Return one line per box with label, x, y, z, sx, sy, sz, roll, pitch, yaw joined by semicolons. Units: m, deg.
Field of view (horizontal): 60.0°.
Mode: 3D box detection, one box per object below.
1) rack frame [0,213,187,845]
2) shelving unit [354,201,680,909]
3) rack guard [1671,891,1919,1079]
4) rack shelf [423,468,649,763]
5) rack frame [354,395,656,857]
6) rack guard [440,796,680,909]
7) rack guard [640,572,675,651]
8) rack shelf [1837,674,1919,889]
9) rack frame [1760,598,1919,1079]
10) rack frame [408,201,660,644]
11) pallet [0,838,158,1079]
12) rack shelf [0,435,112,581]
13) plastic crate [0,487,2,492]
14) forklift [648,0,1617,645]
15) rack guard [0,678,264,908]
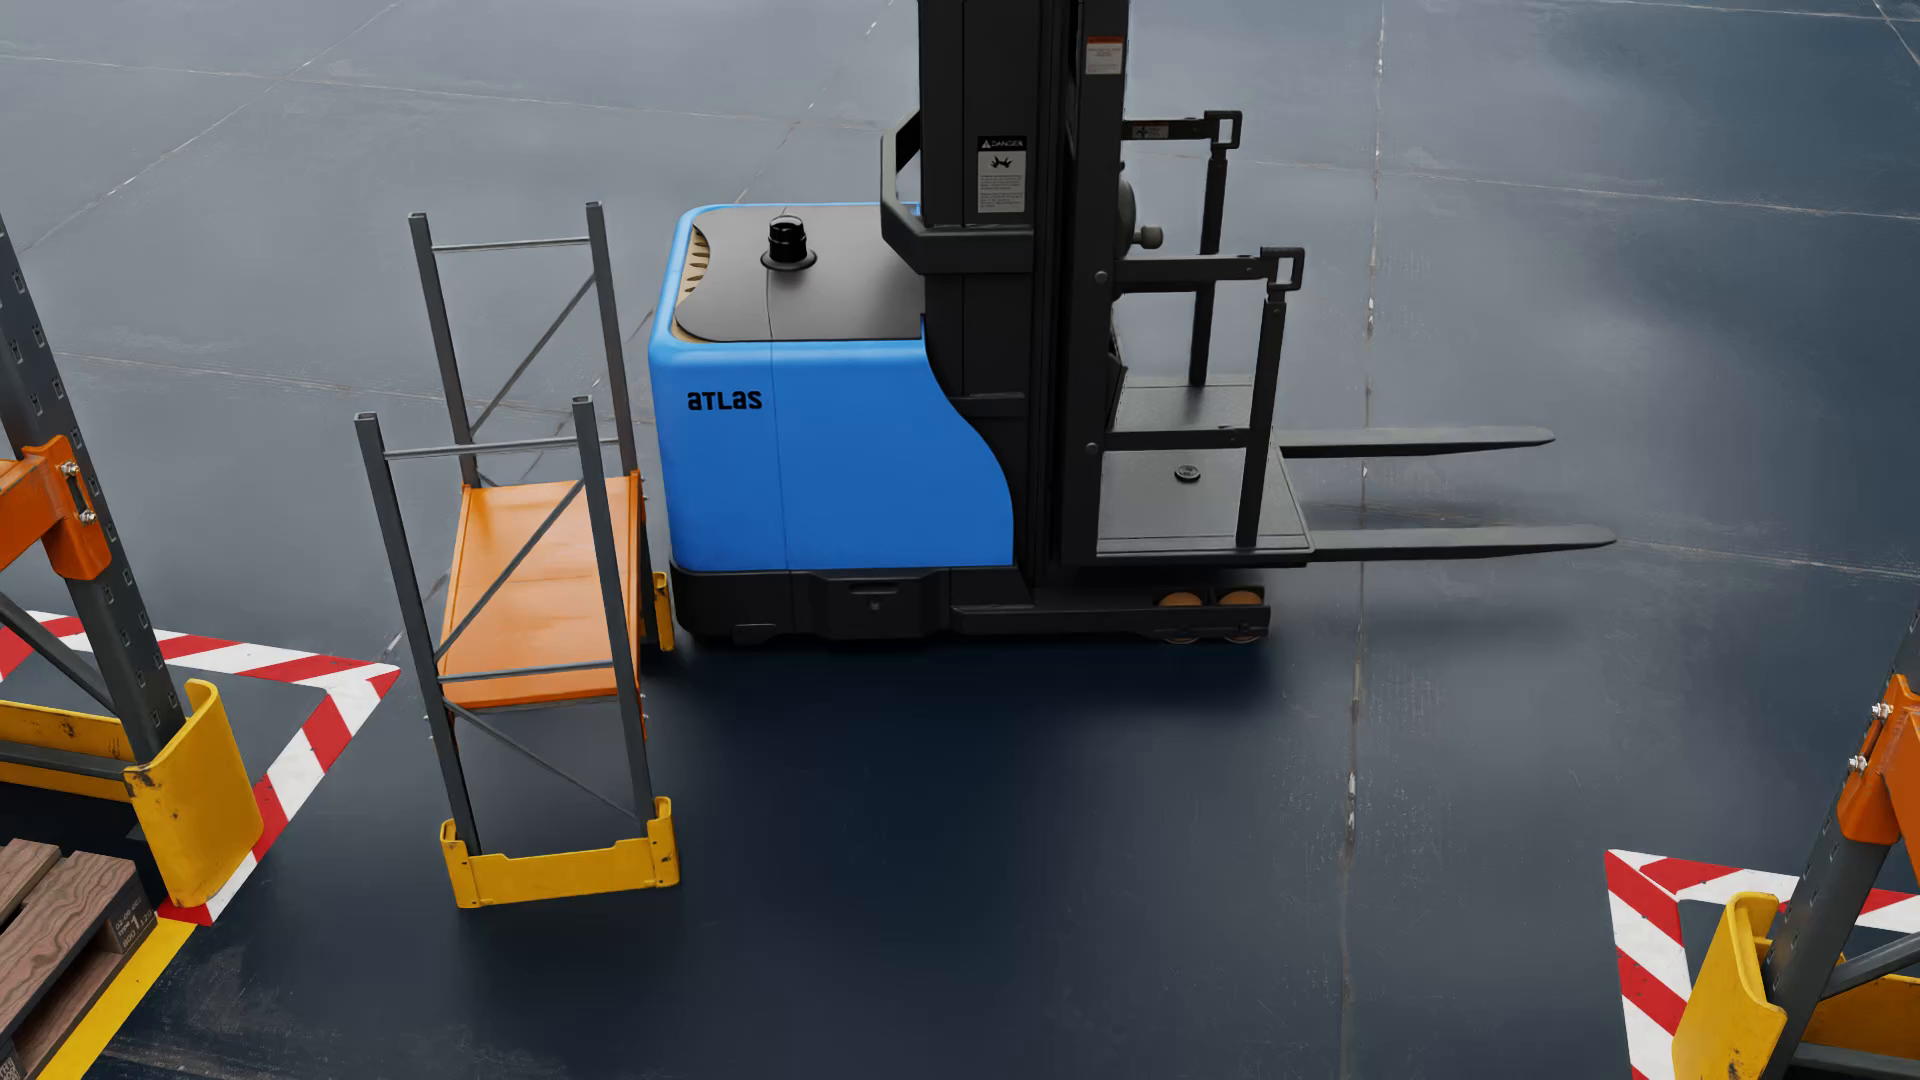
rack frame;-2.564;-0.454;3.820;1.000;3.000;0.127;7;37;10
shelving unit;-1.124;0.032;4.428;0.587;1.500;1.083;-5;36;-7
rack guard;2.280;1.168;3.713;1.175;0.500;0.348;7;37;10
rack shelf;-1.126;0.172;4.541;0.538;0.185;1.000;-5;36;-7
rack frame;-1.049;0.321;4.029;0.500;1.500;0.032;-5;36;-7
rack guard;-1.049;0.826;4.397;0.587;0.250;0.087;-5;36;-7
rack guard;-1.200;0.249;5.194;0.587;0.250;0.087;-5;36;-7
rack shelf;1.847;1.607;1.589;1.077;0.370;4.000;7;37;10
rack frame;2.274;0.169;2.960;1.000;3.000;0.127;7;37;10
rack frame;-1.203;-0.269;4.842;0.500;1.500;0.032;-5;36;-7
pallet;-2.713;1.190;3.928;1.003;0.211;1.213;7;37;10
rack shelf;-2.991;0.984;2.449;1.077;0.370;4.000;7;37;10
plastic crate;-2.378;-0.069;3.416;0.499;0.251;0.616;7;37;10
forklift;0.597;-1.166;4.862;3.031;2.935;1.130;-1;36;-2
rack guard;-2.534;0.608;4.485;1.175;0.500;0.348;7;37;10
